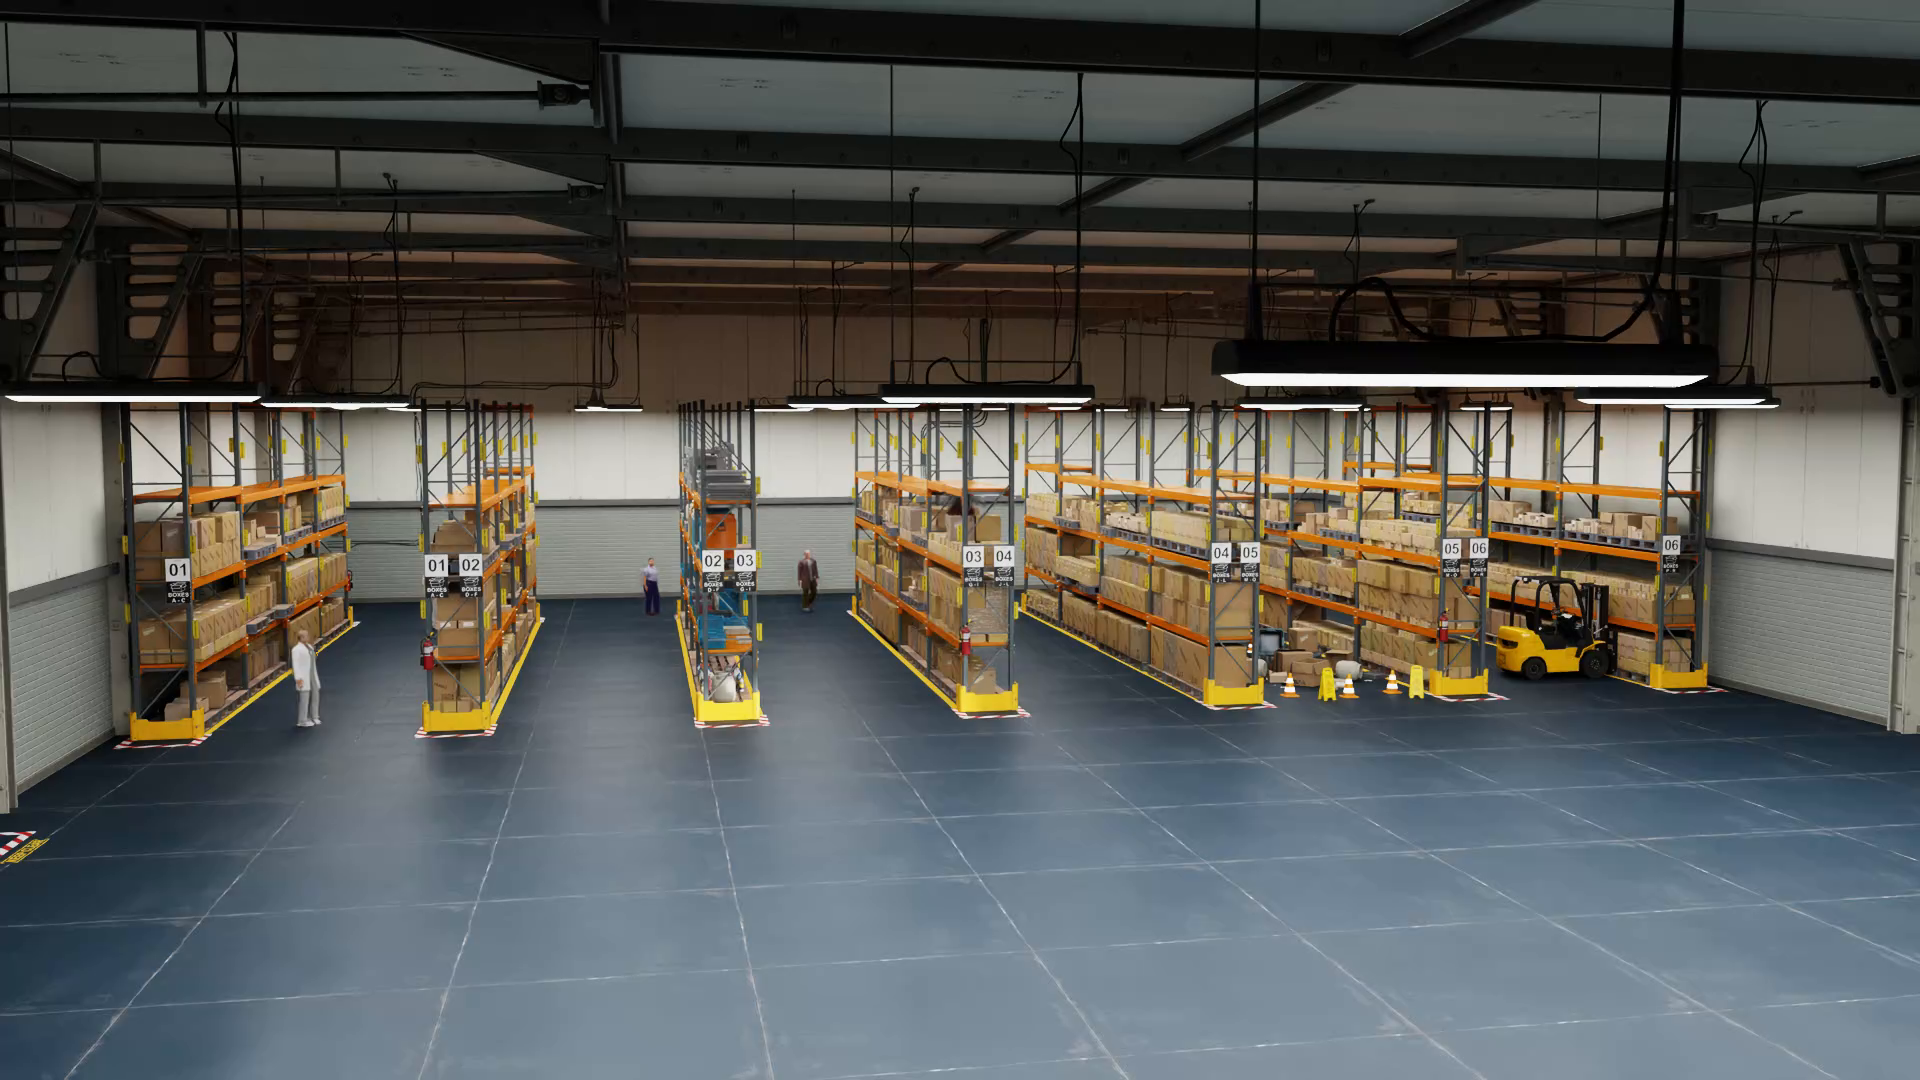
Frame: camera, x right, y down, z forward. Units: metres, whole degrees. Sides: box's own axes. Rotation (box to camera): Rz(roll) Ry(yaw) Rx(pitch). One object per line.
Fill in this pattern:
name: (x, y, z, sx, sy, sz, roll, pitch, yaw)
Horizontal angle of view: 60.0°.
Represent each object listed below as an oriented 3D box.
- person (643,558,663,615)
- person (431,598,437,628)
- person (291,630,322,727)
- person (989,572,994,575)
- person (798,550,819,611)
person: (-8.778, 1.361, 47.558, 0.473, 1.667, 0.517, 2, 5, 21)
person: (-13.990, 1.481, 44.564, 0.448, 1.772, 0.565, 0, 4, 6)
person: (-12.033, 2.549, 30.576, 0.470, 1.803, 0.652, 2, 5, 27)
person: (0.834, 1.181, 48.322, 0.600, 1.720, 1.047, 0, 4, -2)
person: (-4.435, 1.175, 48.445, 0.470, 1.787, 0.596, 3, 6, 38)
